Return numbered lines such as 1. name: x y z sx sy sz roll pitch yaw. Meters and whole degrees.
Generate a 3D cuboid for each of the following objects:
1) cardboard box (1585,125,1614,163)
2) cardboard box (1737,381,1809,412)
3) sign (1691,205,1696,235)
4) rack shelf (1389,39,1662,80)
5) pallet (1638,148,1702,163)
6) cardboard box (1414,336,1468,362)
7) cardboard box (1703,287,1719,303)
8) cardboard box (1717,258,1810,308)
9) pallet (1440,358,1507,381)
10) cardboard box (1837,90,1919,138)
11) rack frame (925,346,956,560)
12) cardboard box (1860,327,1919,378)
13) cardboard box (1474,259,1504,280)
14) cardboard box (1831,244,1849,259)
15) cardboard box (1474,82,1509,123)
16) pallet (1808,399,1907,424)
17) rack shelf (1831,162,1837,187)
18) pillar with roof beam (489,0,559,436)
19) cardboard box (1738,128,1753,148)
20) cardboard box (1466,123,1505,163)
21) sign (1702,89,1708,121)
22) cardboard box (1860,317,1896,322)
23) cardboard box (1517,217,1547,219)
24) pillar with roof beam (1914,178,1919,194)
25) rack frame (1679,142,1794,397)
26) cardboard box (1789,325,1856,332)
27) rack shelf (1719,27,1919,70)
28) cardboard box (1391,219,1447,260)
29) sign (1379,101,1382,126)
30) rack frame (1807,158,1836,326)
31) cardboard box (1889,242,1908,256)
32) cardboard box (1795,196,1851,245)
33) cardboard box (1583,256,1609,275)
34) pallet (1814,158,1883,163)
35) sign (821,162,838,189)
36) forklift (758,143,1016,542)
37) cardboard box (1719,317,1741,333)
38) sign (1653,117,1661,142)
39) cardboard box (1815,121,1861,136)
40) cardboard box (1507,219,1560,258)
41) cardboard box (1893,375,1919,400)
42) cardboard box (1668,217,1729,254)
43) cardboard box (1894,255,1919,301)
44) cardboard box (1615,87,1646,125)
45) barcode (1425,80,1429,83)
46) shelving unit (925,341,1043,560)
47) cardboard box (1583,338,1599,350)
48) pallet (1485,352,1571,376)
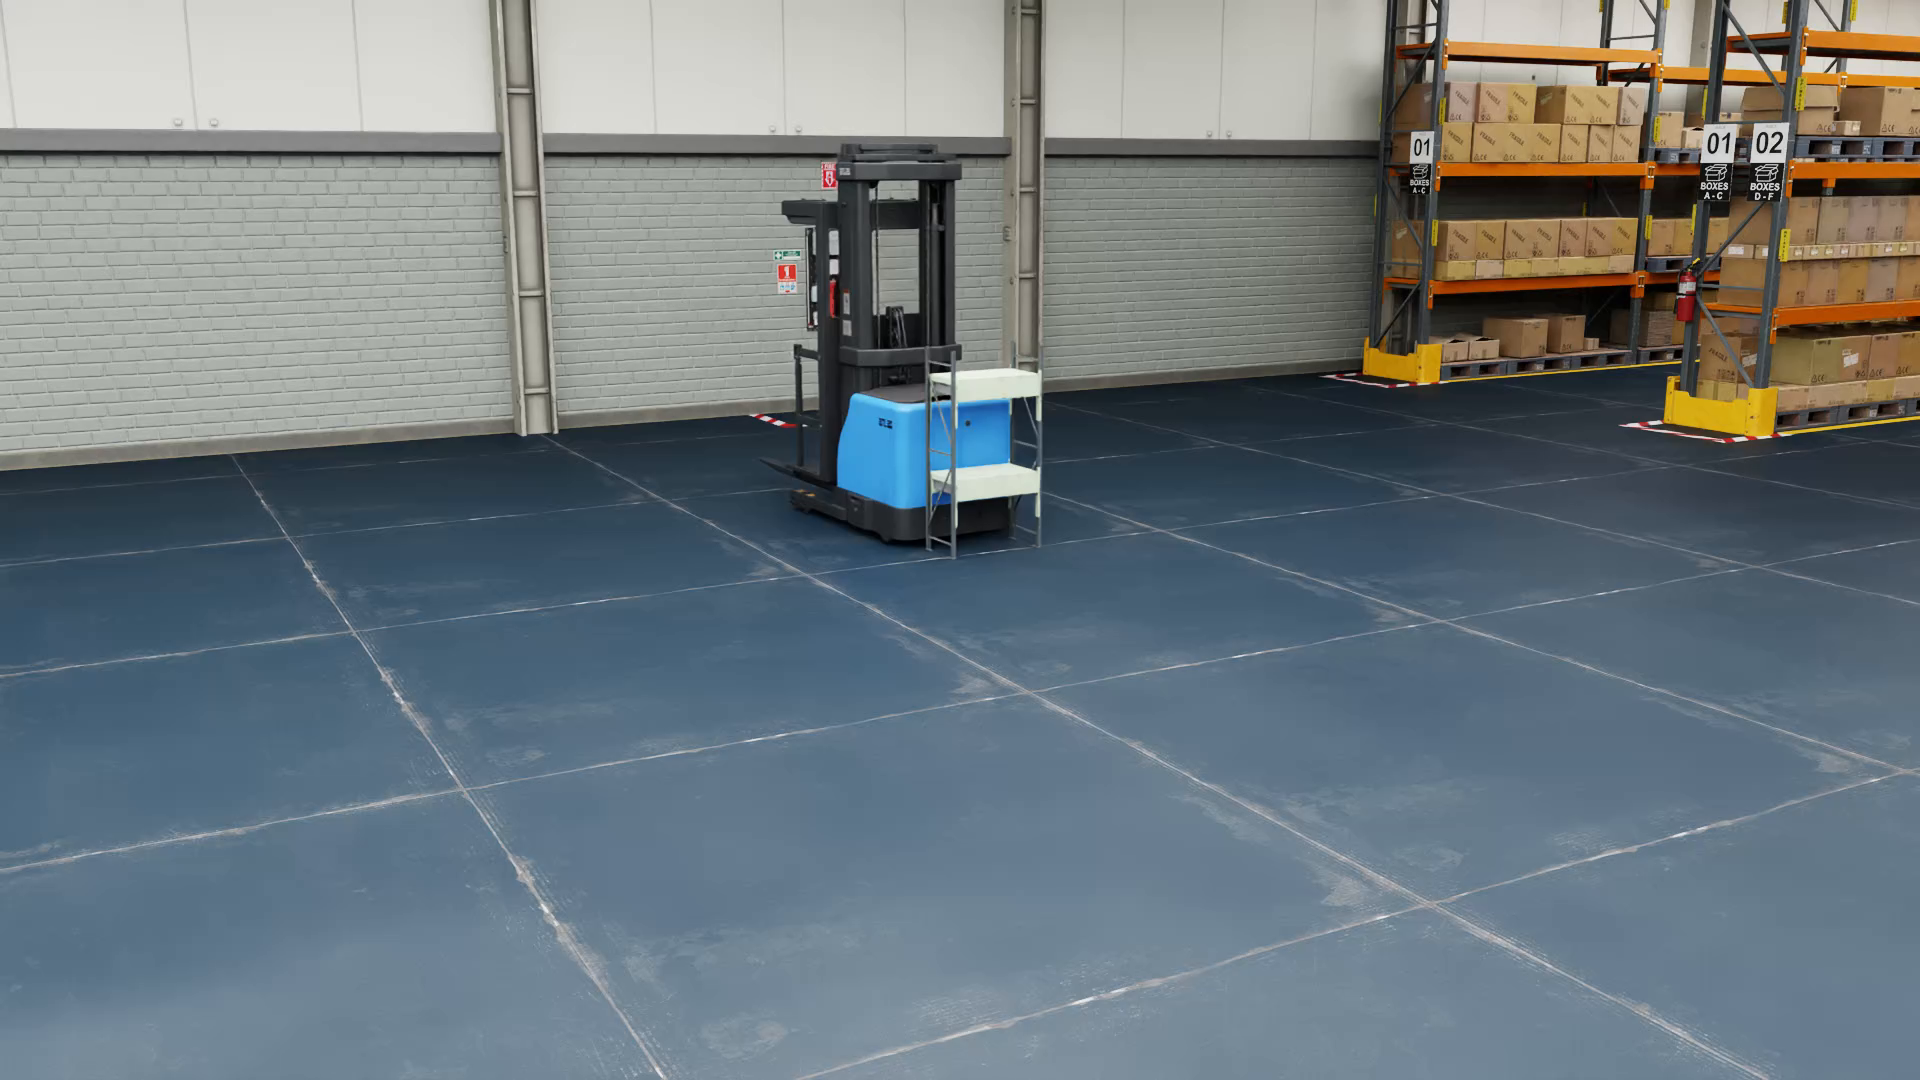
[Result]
1. cardboard box: 8.565 -5.419 22.752 0.500 0.500 0.500 -8 15 -33
2. cardboard box: 8.783 -1.551 17.973 0.500 0.250 0.500 -7 14 -28
3. sign: 7.958 -3.460 17.975 0.005 0.325 0.100 -7 14 -28
4. rack shelf: 7.584 -6.413 22.253 4.000 0.370 1.077 -7 14 -28
5. pallet: 9.932 -5.465 23.656 1.003 0.211 1.213 -7 14 -28
6. cardboard box: 6.479 -2.586 22.391 0.500 0.311 0.500 -9 15 -34
7. cardboard box: 11.264 -3.642 24.942 0.500 0.250 0.500 -7 14 -28
8. cardboard box: 8.621 -2.769 17.854 0.500 0.500 0.700 -7 14 -28
9. pallet: 6.625 -2.354 22.589 1.213 0.211 1.003 -7 14 -28
10. cardboard box: 10.210 -4.732 18.463 0.637 0.503 0.797 -5 14 -22
11. rack frame: -0.141 -0.624 11.966 0.023 1.500 0.400 -7 15 -30
12. cardboard box: 10.533 -2.129 18.836 0.500 0.500 0.500 -7 14 -28
13. cardboard box: 6.858 -3.612 22.123 0.500 0.250 0.500 -7 15 -30
14. cardboard box: 9.326 -3.119 17.932 0.250 0.149 0.380 -7 14 -29
15. cardboard box: 6.748 -5.674 21.609 0.500 0.500 0.500 -7 14 -29
16. pallet: 9.926 -1.529 18.923 1.213 0.211 1.003 -7 14 -28
17. rack shelf: 14.606 -5.792 26.322 4.000 0.370 1.077 -7 14 -28
18. pillar with roof beam: -2.442 -4.703 13.011 0.400 9.000 9.100 -7 14 -28
19. cardboard box: 11.668 -5.875 24.768 0.637 0.503 0.797 -5 14 -20
20. cardboard box: 6.730 -5.186 21.718 0.500 0.500 0.500 -6 14 -24
21. sign: 7.958 -4.636 17.711 0.005 0.325 0.100 -7 14 -28
22. cardboard box: 14.331 -3.769 26.463 0.750 0.750 0.750 -7 14 -28
23. cardboard box: 7.931 -4.237 23.192 0.500 0.500 0.500 -6 14 -26
24. pillar with roof beam: 18.624 -7.228 24.230 0.400 9.000 9.100 -7 14 -28
25. rack frame: 8.205 -2.674 17.657 0.127 3.000 1.000 -7 14 -28
26. cardboard box: 9.844 -2.177 19.049 0.500 0.500 0.500 -7 14 -28
27. rack shelf: 9.961 -5.265 18.057 4.000 0.370 1.077 -7 14 -28
28. cardboard box: 6.141 -4.021 22.232 0.500 0.500 0.500 -7 14 -28
29. sign: 5.580 -5.632 21.956 0.005 0.325 0.100 -7 14 -28
30. rack frame: 12.851 -4.470 25.637 0.127 3.000 1.000 -7 14 -28
31. cardboard box: 10.233 -3.228 18.416 0.250 0.149 0.380 -6 14 -26
32. cardboard box: 9.127 -3.464 17.987 0.500 0.500 0.700 -7 15 -29
33. cardboard box: 8.628 -3.826 23.075 0.500 0.250 0.500 -7 14 -28
34. pallet: 13.390 -5.919 25.675 1.003 0.211 1.213 -6 14 -25
35. sign: -1.480 -4.134 18.865 0.199 0.298 0.001 -7 14 -28
36. forklift: -0.750 -1.691 13.448 1.130 2.935 3.031 -7 15 -29
37. cardboard box: 11.313 -3.289 25.085 0.500 0.500 0.700 -7 14 -28
38. sign: 9.606 -5.661 22.920 0.005 0.325 0.100 -7 14 -28
39. cardboard box: 9.323 -4.377 17.693 0.250 0.149 0.380 -7 14 -28
40. cardboard box: 7.734 -4.082 22.506 0.500 0.500 0.500 -6 14 -26
41. cardboard box: 10.539 -1.761 18.908 0.500 0.250 0.500 -7 14 -28
42. cardboard box: 10.860 -4.492 24.507 0.500 0.500 0.700 -5 14 -20
43. cardboard box: 10.428 -2.987 18.820 0.500 0.500 0.700 -7 14 -27
44. cardboard box: 9.030 -5.953 22.849 0.500 0.500 0.500 -8 15 -33
45. barcode: 6.212 -6.092 22.142 0.075 0.075 0.001 -7 14 -28
46. shelving unit: 0.174 -0.665 12.149 0.755 1.500 0.431 -7 15 -30
47. cardboard box: 8.884 -2.819 23.754 0.250 0.166 0.380 -9 16 -35
48. pallet: 7.695 -2.482 23.155 1.213 0.211 1.003 -7 14 -28
